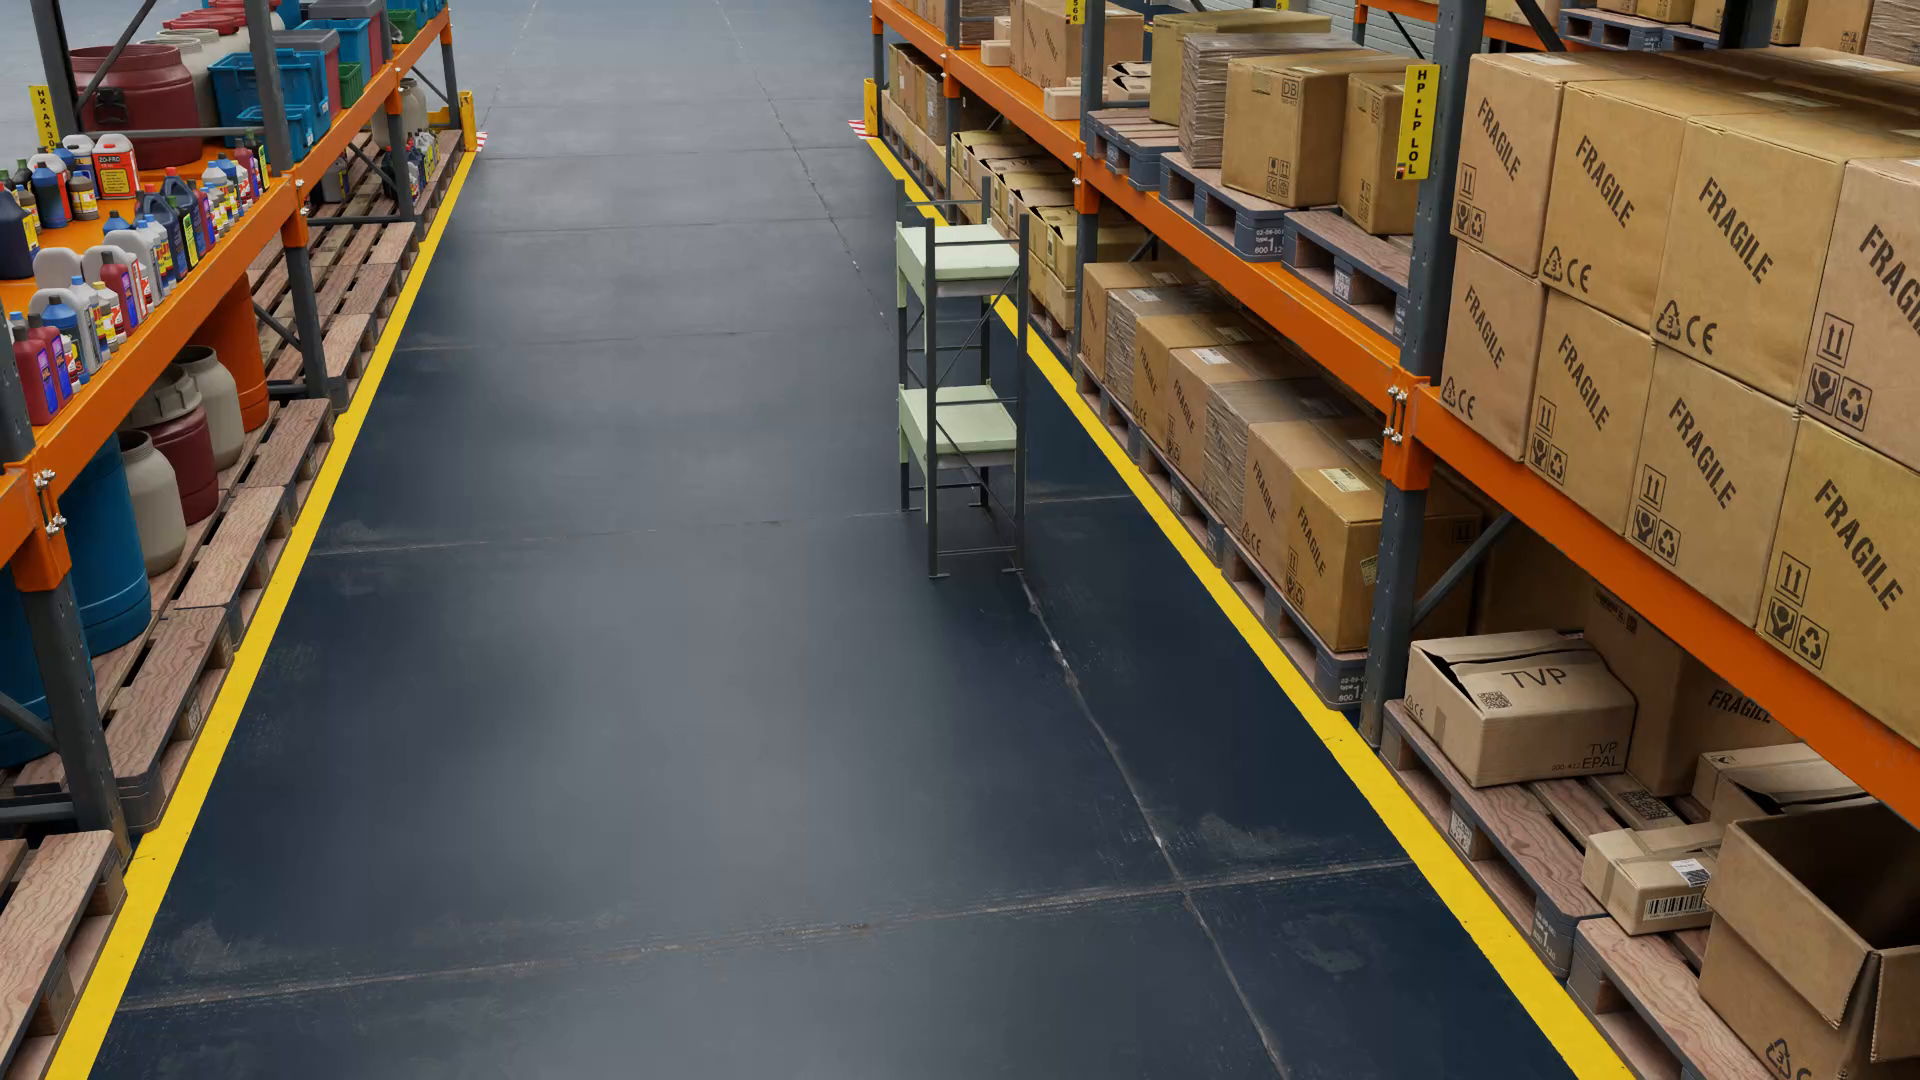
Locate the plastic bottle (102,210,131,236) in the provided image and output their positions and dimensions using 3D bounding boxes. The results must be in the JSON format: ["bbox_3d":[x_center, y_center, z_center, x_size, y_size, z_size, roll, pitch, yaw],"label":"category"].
[{"bbox_3d":[-3.093,-1.078,6.131,0.097,0.271,0.097,0,24,0],"label":"plastic bottle"}]

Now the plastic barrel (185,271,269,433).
[{"bbox_3d":[-3.628,-0.938,7.836,0.600,0.830,0.708,-4,24,-10],"label":"plastic barrel"}]

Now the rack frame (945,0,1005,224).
[{"bbox_3d":[0.393,-3.870,12.362,1.000,3.000,0.127,-4,24,-10],"label":"rack frame"}]

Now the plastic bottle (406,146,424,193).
[{"bbox_3d":[-4.217,-2.840,12.766,0.144,0.351,0.185,-4,24,-8],"label":"plastic bottle"}]

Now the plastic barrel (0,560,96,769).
[{"bbox_3d":[-3.080,0.196,5.150,0.600,0.901,0.708,-4,24,-10],"label":"plastic barrel"}]

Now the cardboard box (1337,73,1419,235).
[{"bbox_3d":[1.815,-1.430,6.126,0.700,0.500,0.500,-1,24,-1],"label":"cardboard box"}]

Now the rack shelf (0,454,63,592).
[{"bbox_3d":[-2.626,0.759,2.664,1.077,0.370,4.000,-4,24,-10],"label":"rack shelf"}]

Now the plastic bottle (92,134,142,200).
[{"bbox_3d":[-3.824,-1.691,7.530,0.152,0.276,0.135,-4,24,-10],"label":"plastic bottle"}]

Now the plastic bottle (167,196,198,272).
[{"bbox_3d":[-2.971,-1.175,6.339,0.061,0.283,0.133,-4,24,-10],"label":"plastic bottle"}]

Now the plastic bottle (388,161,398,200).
[{"bbox_3d":[-4.295,-2.736,12.611,0.061,0.283,0.133,-4,24,-10],"label":"plastic bottle"}]

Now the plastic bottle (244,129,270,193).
[{"bbox_3d":[-3.242,-1.750,7.655,0.061,0.283,0.133,-4,24,-10],"label":"plastic bottle"}]

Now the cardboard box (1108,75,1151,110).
[{"bbox_3d":[1.109,-2.402,9.113,0.500,0.311,0.500,-3,24,-6],"label":"cardboard box"}]

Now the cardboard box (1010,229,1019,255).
[{"bbox_3d":[0.607,-1.818,10.576,0.500,0.250,0.500,-4,24,-9],"label":"cardboard box"}]

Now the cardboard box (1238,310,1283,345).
[{"bbox_3d":[1.632,-0.798,7.903,0.500,0.500,0.500,-5,24,-12],"label":"cardboard box"}]

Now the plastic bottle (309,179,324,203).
[{"bbox_3d":[-4.878,-2.724,12.500,0.144,0.351,0.185,-5,24,-11],"label":"plastic bottle"}]

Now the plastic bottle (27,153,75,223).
[{"bbox_3d":[-3.888,-1.498,7.087,0.152,0.276,0.135,-4,24,-10],"label":"plastic bottle"}]

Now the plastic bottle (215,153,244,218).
[{"bbox_3d":[-3.159,-1.531,7.167,0.097,0.271,0.097,0,24,0],"label":"plastic bottle"}]

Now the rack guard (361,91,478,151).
[{"bbox_3d":[-5.155,-3.906,15.568,1.175,0.500,0.348,-4,24,-10],"label":"rack guard"}]

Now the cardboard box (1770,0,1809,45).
[{"bbox_3d":[5.652,-3.584,11.034,0.700,0.500,0.500,-4,24,-10],"label":"cardboard box"}]

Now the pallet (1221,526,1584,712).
[{"bbox_3d":[1.685,0.238,6.442,1.003,0.211,1.213,-4,24,-10],"label":"pallet"}]

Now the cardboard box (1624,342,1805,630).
[{"bbox_3d":[1.887,-0.150,3.721,0.500,0.500,0.500,-4,24,-10],"label":"cardboard box"}]

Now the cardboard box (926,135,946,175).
[{"bbox_3d":[0.010,-3.166,13.661,0.500,0.250,0.500,-4,24,-10],"label":"cardboard box"}]

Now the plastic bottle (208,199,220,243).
[{"bbox_3d":[-3.069,-1.307,6.743,0.097,0.201,0.097,0,24,0],"label":"plastic bottle"}]

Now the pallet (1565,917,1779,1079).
[{"bbox_3d":[2.228,1.306,3.996,1.003,0.211,1.213,-4,24,-10],"label":"pallet"}]

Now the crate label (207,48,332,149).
[{"bbox_3d":[-3.654,-2.358,8.857,0.502,0.435,0.616,-4,24,-10],"label":"crate label"}]

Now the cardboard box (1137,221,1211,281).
[{"bbox_3d":[1.325,-1.713,9.635,0.500,0.311,0.500,-4,24,-8],"label":"cardboard box"}]

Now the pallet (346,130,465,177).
[{"bbox_3d":[-5.010,-3.454,14.894,1.003,0.211,1.213,-4,24,-10],"label":"pallet"}]

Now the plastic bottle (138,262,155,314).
[{"bbox_3d":[-2.873,-0.889,5.786,0.097,0.201,0.097,0,24,0],"label":"plastic bottle"}]

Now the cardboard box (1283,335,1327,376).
[{"bbox_3d":[1.744,-0.922,7.249,0.500,0.250,0.500,-5,24,-11],"label":"cardboard box"}]

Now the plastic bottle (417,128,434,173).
[{"bbox_3d":[-4.365,-3.155,13.486,0.144,0.351,0.185,-3,24,-8],"label":"plastic bottle"}]

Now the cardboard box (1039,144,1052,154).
[{"bbox_3d":[0.852,-2.717,11.933,0.500,0.311,0.500,-4,24,-8],"label":"cardboard box"}]

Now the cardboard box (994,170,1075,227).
[{"bbox_3d":[0.510,-2.273,10.918,0.500,0.311,0.500,-4,24,-8],"label":"cardboard box"}]

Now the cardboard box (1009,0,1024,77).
[{"bbox_3d":[0.617,-3.405,11.173,0.500,0.500,0.500,-3,24,-6],"label":"cardboard box"}]

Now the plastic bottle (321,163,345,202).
[{"bbox_3d":[-4.736,-2.735,12.524,0.144,0.351,0.185,-4,24,-10],"label":"plastic bottle"}]

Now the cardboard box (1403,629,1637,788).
[{"bbox_3d":[1.738,0.489,5.193,0.500,0.311,0.500,-4,24,-10],"label":"cardboard box"}]

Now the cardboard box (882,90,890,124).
[{"bbox_3d":[-0.466,-4.148,15.910,0.500,0.250,0.500,-4,24,-10],"label":"cardboard box"}]

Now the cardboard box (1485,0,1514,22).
[{"bbox_3d":[4.791,-4.539,14.056,0.500,0.250,0.500,-4,24,-10],"label":"cardboard box"}]

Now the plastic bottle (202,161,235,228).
[{"bbox_3d":[-3.123,-1.454,6.992,0.097,0.271,0.097,0,24,0],"label":"plastic bottle"}]

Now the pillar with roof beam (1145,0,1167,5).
[{"bbox_3d":[-0.949,-12.750,25.201,9.100,9.000,0.400,-4,24,-10],"label":"pillar with roof beam"}]

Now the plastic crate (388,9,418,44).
[{"bbox_3d":[-4.449,-3.962,12.839,0.450,0.188,0.662,-4,24,-10],"label":"plastic crate"}]

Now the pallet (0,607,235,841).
[{"bbox_3d":[-3.098,0.614,5.581,1.003,0.211,1.213,-4,24,-10],"label":"pallet"}]

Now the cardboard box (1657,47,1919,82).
[{"bbox_3d":[2.221,-1.047,4.526,0.500,0.500,0.500,-4,24,-9],"label":"cardboard box"}]

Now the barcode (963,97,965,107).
[{"bbox_3d":[0.031,-3.234,12.282,0.001,0.075,0.075,-4,24,-10],"label":"barcode"}]

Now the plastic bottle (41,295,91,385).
[{"bbox_3d":[-2.726,-0.609,5.058,0.097,0.271,0.097,0,24,0],"label":"plastic bottle"}]

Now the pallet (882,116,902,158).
[{"bbox_3d":[-0.164,-3.867,15.841,1.003,0.211,1.213,-4,24,-10],"label":"pallet"}]

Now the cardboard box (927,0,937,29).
[{"bbox_3d":[0.112,-4.494,13.667,0.700,0.500,0.500,-4,24,-9],"label":"cardboard box"}]

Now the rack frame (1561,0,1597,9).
[{"bbox_3d":[5.261,-4.238,13.205,1.000,3.000,0.127,-4,24,-10],"label":"rack frame"}]

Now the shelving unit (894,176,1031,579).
[{"bbox_3d":[-0.001,-0.690,6.956,0.431,1.500,0.755,-4,24,-10],"label":"shelving unit"}]

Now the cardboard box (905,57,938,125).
[{"bbox_3d":[-0.191,-3.901,14.409,0.500,0.500,0.500,-4,24,-10],"label":"cardboard box"}]

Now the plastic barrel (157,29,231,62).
[{"bbox_3d":[-4.214,-2.537,9.171,0.421,0.512,0.421,0,24,0],"label":"plastic barrel"}]

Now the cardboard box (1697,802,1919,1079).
[{"bbox_3d":[2.225,0.958,3.878,0.797,0.503,0.637,-4,24,-10],"label":"cardboard box"}]

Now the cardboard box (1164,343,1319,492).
[{"bbox_3d":[1.228,-0.544,7.321,0.500,0.500,0.500,-5,24,-12],"label":"cardboard box"}]

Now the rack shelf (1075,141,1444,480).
[{"bbox_3d":[1.503,-1.180,7.103,1.077,0.370,4.000,-4,24,-10],"label":"rack shelf"}]
